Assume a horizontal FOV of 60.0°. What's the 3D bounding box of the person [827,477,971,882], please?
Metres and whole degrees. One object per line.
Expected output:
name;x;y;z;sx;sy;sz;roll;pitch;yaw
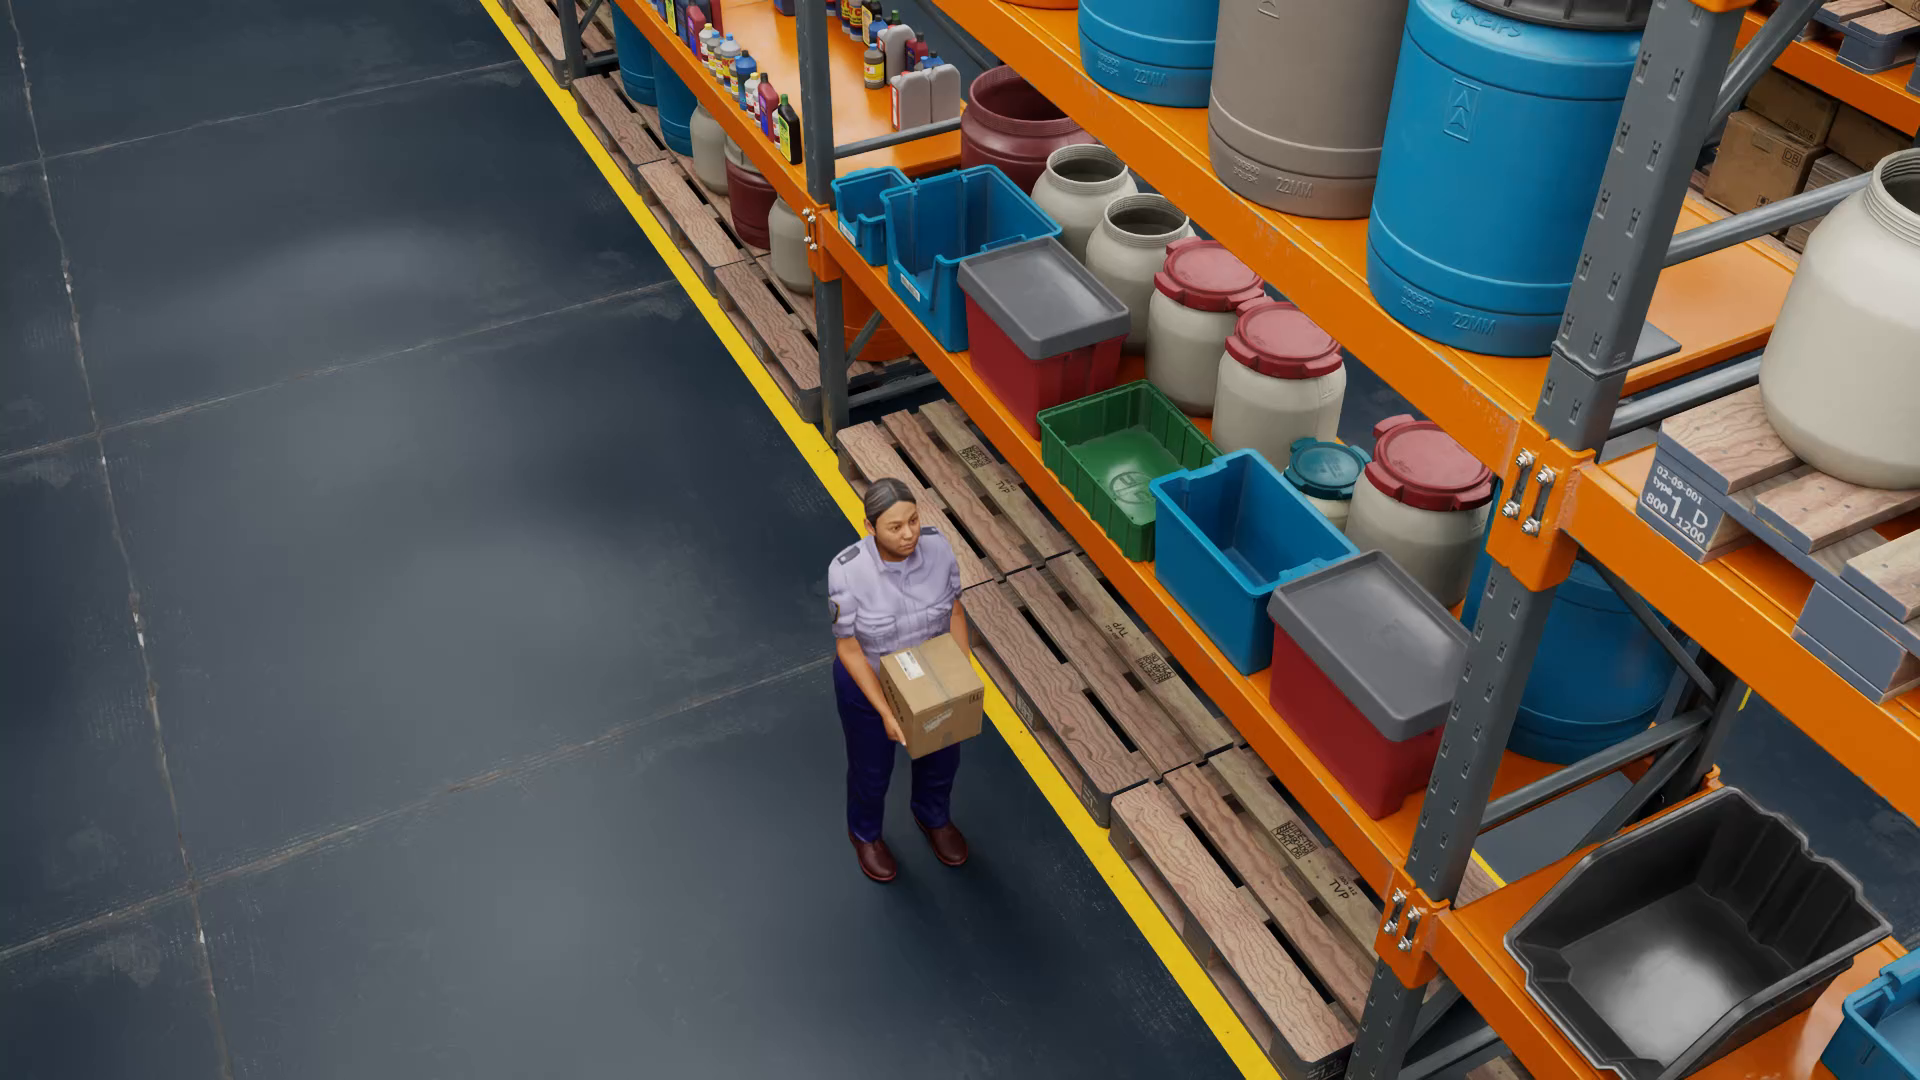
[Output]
person;-0.169;0.525;5.592;0.460;1.625;0.518;-19;45;-20
